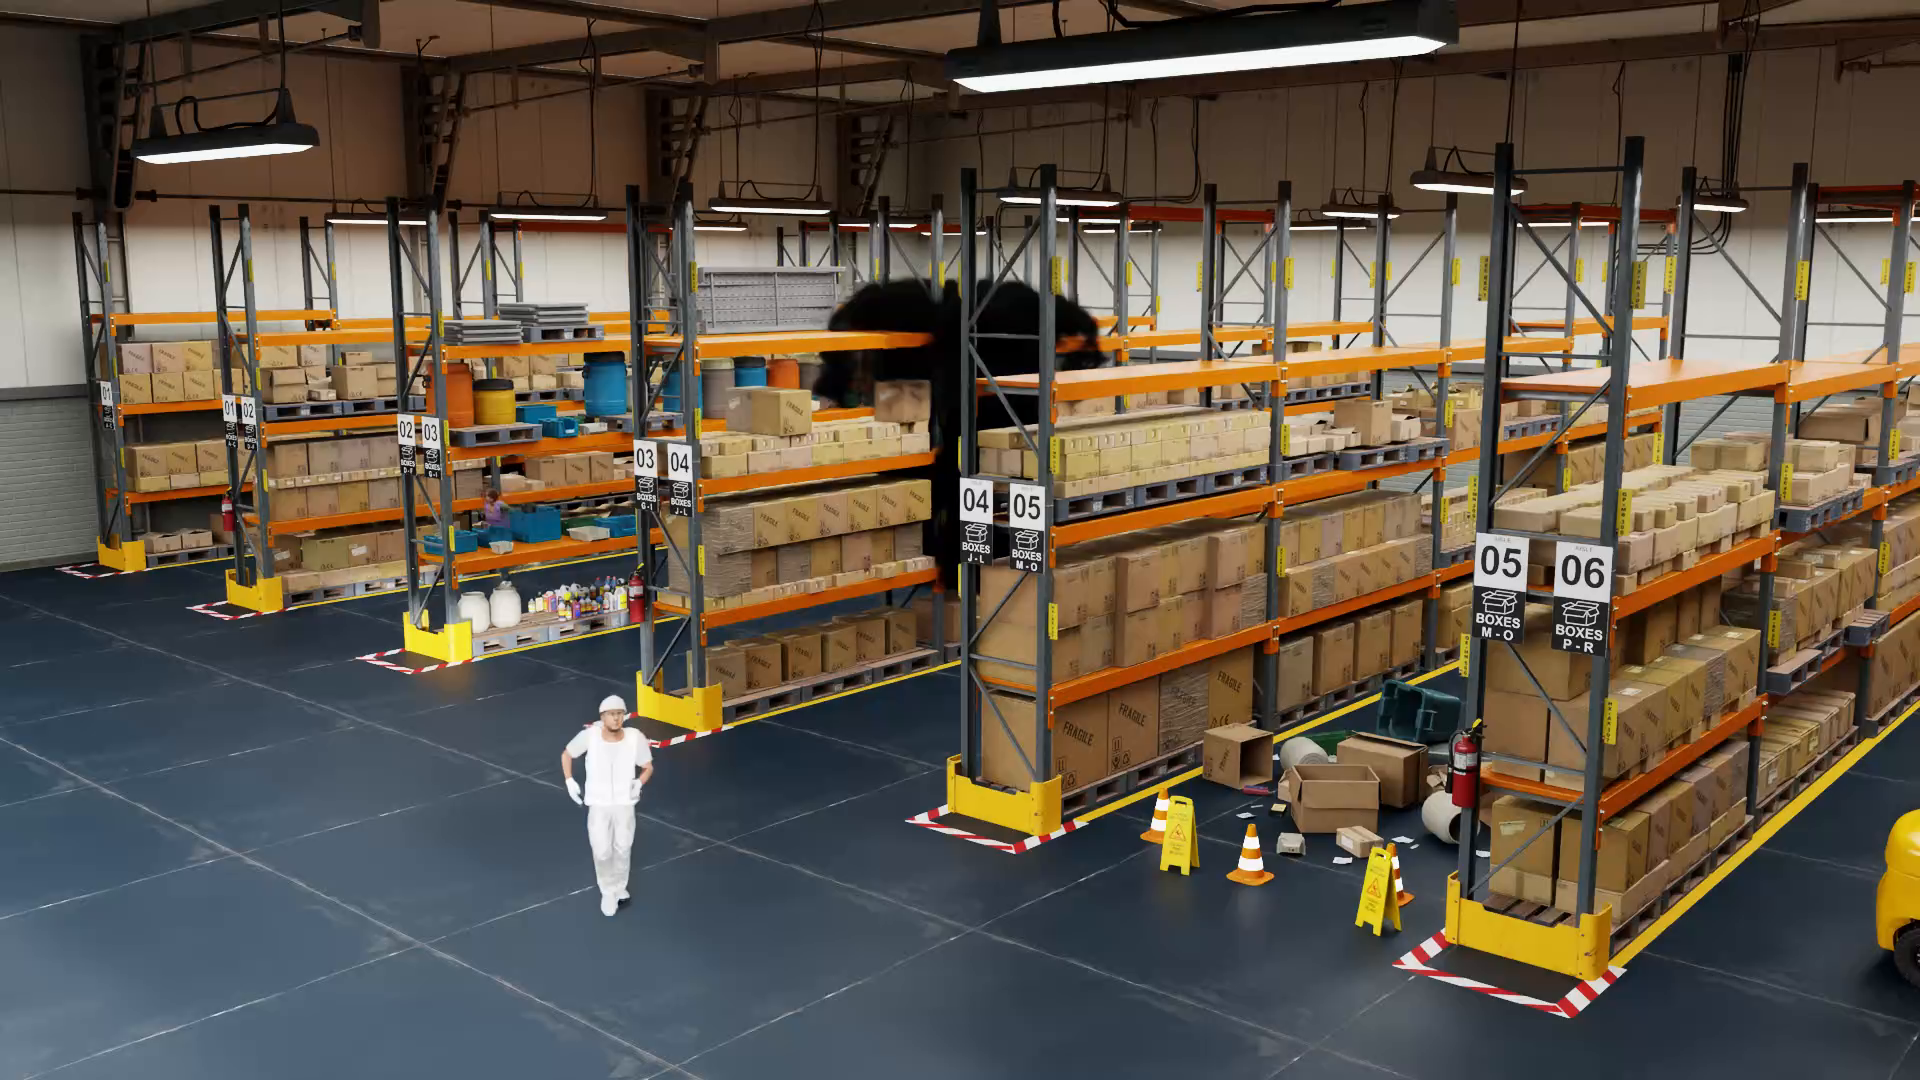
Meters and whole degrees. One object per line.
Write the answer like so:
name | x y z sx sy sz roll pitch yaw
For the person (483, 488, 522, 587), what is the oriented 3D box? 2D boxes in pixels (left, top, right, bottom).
person | -6.933 -0.045 25.191 0.506 1.545 0.690 5 11 29

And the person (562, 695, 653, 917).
person | -2.788 2.122 13.296 0.694 1.773 0.693 -3 10 -19
